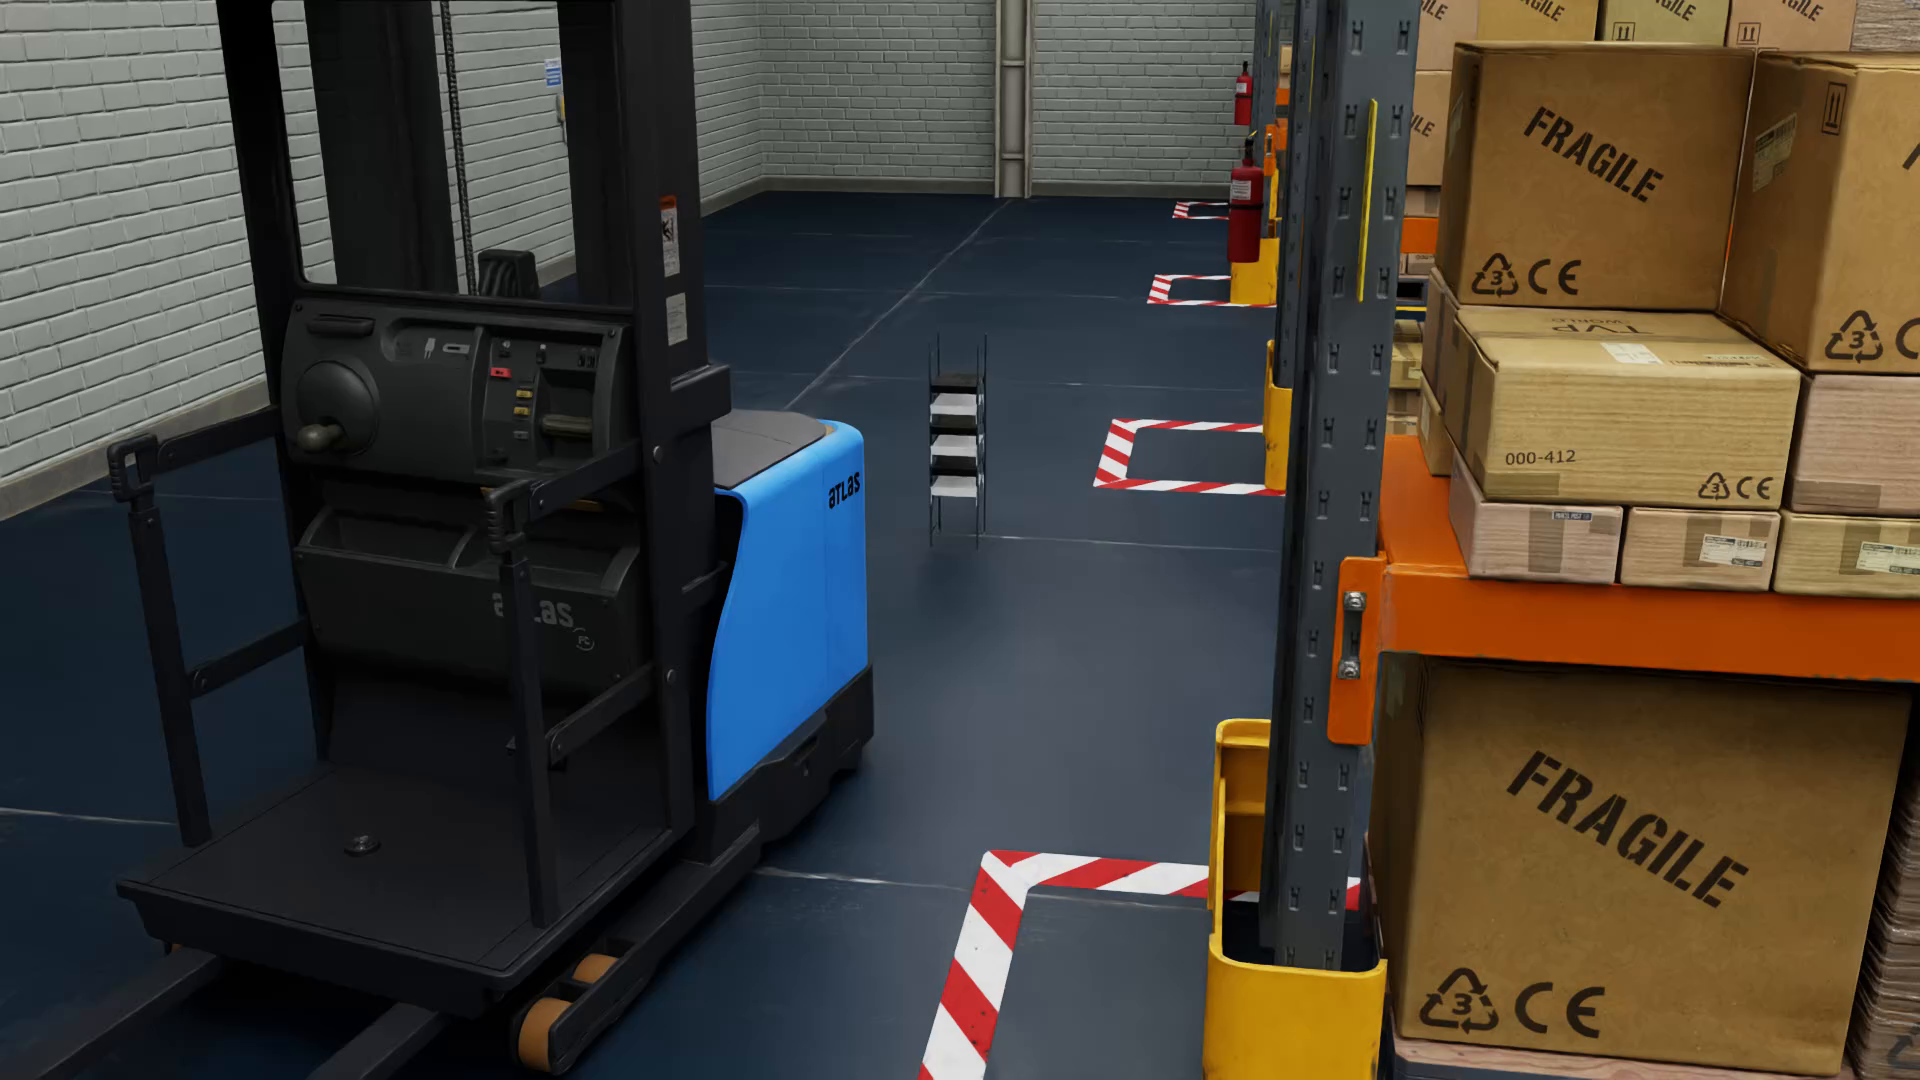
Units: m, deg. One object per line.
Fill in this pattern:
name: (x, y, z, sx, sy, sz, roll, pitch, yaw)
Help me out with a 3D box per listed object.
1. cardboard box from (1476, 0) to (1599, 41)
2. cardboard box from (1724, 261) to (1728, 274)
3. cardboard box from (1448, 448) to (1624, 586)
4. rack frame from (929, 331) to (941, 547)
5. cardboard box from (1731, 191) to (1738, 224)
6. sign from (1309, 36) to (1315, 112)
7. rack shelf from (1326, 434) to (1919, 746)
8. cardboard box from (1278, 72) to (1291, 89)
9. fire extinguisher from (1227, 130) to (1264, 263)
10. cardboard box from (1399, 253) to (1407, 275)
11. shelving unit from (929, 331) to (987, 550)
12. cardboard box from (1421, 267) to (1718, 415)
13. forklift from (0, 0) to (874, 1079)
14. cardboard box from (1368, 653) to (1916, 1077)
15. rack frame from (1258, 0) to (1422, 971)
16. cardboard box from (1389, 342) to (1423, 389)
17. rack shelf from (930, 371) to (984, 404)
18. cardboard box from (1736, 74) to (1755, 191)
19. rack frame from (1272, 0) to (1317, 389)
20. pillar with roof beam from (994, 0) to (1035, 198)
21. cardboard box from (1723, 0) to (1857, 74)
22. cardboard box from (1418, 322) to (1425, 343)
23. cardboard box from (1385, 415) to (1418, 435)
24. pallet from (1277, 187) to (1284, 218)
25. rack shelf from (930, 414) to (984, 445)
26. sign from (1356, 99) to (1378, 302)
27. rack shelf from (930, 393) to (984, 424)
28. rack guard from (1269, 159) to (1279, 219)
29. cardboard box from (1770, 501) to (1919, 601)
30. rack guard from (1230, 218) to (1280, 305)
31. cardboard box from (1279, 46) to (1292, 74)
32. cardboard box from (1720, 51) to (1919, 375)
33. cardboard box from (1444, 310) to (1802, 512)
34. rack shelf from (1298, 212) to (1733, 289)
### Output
cardboard box: (2.561, -2.376, 7.473, 0.500, 0.500, 0.500, 3, 19, 10)
cardboard box: (5.692, -2.246, 12.664, 0.875, 0.438, 0.875, 3, 19, 8)
cardboard box: (1.072, -0.053, 3.130, 0.250, 0.149, 0.380, 3, 19, 9)
rack frame: (-0.108, -0.432, 7.177, 0.006, 0.900, 0.240, 3, 19, 9)
cardboard box: (3.477, -1.541, 7.578, 0.250, 0.149, 0.380, 4, 19, 11)
sign: (1.575, -2.083, 7.436, 0.005, 0.325, 0.100, 3, 19, 9)
rack shelf: (2.749, 0.149, 3.266, 4.000, 0.370, 1.077, 3, 19, 9)
cardboard box: (3.411, -4.732, 17.113, 0.250, 0.149, 0.380, 3, 19, 8)
fire extinguisher: (1.485, -1.786, 8.623, 0.183, 0.674, 0.296, 3, 19, 9)
cardboard box: (3.013, -2.380, 13.065, 0.875, 0.438, 0.875, 2, 19, 7)
shelving unit: (-0.008, -0.427, 7.162, 0.210, 0.900, 0.258, 3, 19, 9)
cardboard box: (1.295, -0.422, 3.604, 0.500, 0.250, 0.500, 3, 19, 8)
forklift: (-1.276, -0.343, 3.709, 1.130, 2.935, 3.031, 7, 20, 20)
cardboard box: (1.419, 0.522, 3.701, 0.875, 0.875, 0.875, 3, 19, 9)
rack frame: (0.774, -0.293, 3.452, 0.127, 3.000, 1.000, 3, 19, 9)
cardboard box: (2.124, -0.839, 7.976, 0.250, 0.149, 0.380, 2, 19, 6)
rack shelf: (-0.008, -0.652, 7.086, 0.200, 0.077, 0.258, 3, 19, 9)
cardboard box: (3.578, -1.850, 7.479, 0.500, 0.500, 0.500, 2, 19, 7)
rack frame: (1.661, -1.842, 8.081, 0.127, 3.000, 1.000, 3, 19, 9)
pillar with roof beam: (-0.072, -6.868, 13.646, 0.400, 9.000, 9.100, 3, 19, 9)
cardboard box: (3.575, -2.318, 7.301, 0.500, 0.500, 0.500, 2, 19, 7)
cardboard box: (2.462, -0.994, 8.439, 0.250, 0.149, 0.380, 3, 19, 10)
cardboard box: (2.127, -0.563, 8.088, 0.250, 0.149, 0.380, 3, 19, 10)
pallet: (3.992, -3.587, 17.691, 1.213, 0.211, 1.003, 3, 19, 9)
rack shelf: (-0.008, -0.481, 7.144, 0.200, 0.077, 0.258, 3, 19, 9)
sign: (0.680, -0.568, 2.784, 0.005, 0.325, 0.100, 3, 19, 9)
rack shelf: (-0.008, -0.566, 7.115, 0.200, 0.077, 0.258, 3, 19, 9)
rack guard: (3.205, -3.764, 17.765, 0.348, 0.500, 1.175, 3, 19, 9)
cardboard box: (1.579, -0.028, 3.054, 0.250, 0.149, 0.380, 2, 19, 7)
rack guard: (2.322, -2.214, 13.131, 0.348, 0.500, 1.175, 3, 19, 9)
cardboard box: (3.535, -4.916, 17.035, 0.500, 0.250, 0.500, 3, 19, 9)
cardboard box: (1.699, -0.585, 2.910, 0.500, 0.500, 0.500, 2, 19, 7)
cardboard box: (1.205, -0.254, 3.104, 0.500, 0.250, 0.500, 2, 19, 7)
rack shelf: (3.635, -1.400, 7.894, 4.000, 0.370, 1.077, 3, 19, 9)
